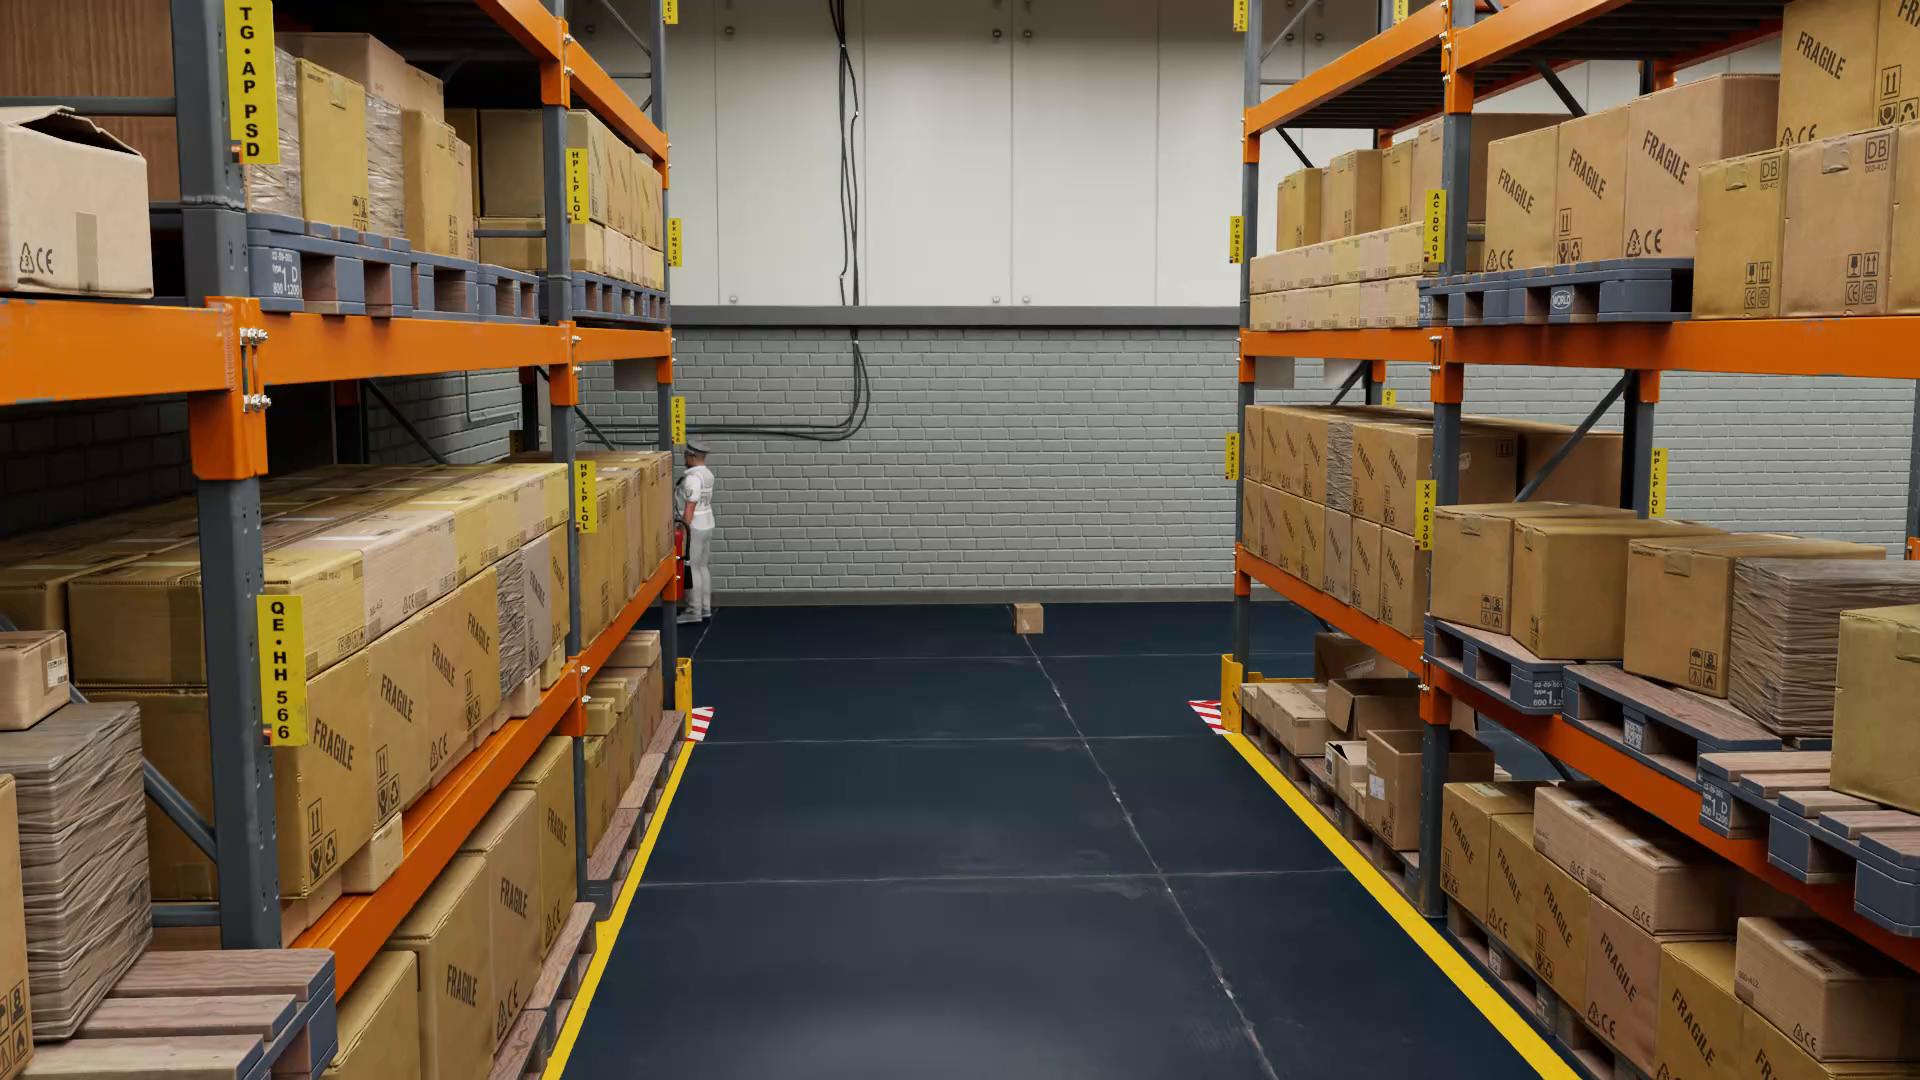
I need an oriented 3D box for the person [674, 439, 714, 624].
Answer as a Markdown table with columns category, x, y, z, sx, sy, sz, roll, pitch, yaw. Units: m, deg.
| category | x | y | z | sx | sy | sz | roll | pitch | yaw |
| --- | --- | --- | --- | --- | --- | --- | --- | --- | --- |
| person | -2.615 | -0.089 | 16.223 | 0.402 | 1.779 | 0.535 | 1 | 7 | 9 |
